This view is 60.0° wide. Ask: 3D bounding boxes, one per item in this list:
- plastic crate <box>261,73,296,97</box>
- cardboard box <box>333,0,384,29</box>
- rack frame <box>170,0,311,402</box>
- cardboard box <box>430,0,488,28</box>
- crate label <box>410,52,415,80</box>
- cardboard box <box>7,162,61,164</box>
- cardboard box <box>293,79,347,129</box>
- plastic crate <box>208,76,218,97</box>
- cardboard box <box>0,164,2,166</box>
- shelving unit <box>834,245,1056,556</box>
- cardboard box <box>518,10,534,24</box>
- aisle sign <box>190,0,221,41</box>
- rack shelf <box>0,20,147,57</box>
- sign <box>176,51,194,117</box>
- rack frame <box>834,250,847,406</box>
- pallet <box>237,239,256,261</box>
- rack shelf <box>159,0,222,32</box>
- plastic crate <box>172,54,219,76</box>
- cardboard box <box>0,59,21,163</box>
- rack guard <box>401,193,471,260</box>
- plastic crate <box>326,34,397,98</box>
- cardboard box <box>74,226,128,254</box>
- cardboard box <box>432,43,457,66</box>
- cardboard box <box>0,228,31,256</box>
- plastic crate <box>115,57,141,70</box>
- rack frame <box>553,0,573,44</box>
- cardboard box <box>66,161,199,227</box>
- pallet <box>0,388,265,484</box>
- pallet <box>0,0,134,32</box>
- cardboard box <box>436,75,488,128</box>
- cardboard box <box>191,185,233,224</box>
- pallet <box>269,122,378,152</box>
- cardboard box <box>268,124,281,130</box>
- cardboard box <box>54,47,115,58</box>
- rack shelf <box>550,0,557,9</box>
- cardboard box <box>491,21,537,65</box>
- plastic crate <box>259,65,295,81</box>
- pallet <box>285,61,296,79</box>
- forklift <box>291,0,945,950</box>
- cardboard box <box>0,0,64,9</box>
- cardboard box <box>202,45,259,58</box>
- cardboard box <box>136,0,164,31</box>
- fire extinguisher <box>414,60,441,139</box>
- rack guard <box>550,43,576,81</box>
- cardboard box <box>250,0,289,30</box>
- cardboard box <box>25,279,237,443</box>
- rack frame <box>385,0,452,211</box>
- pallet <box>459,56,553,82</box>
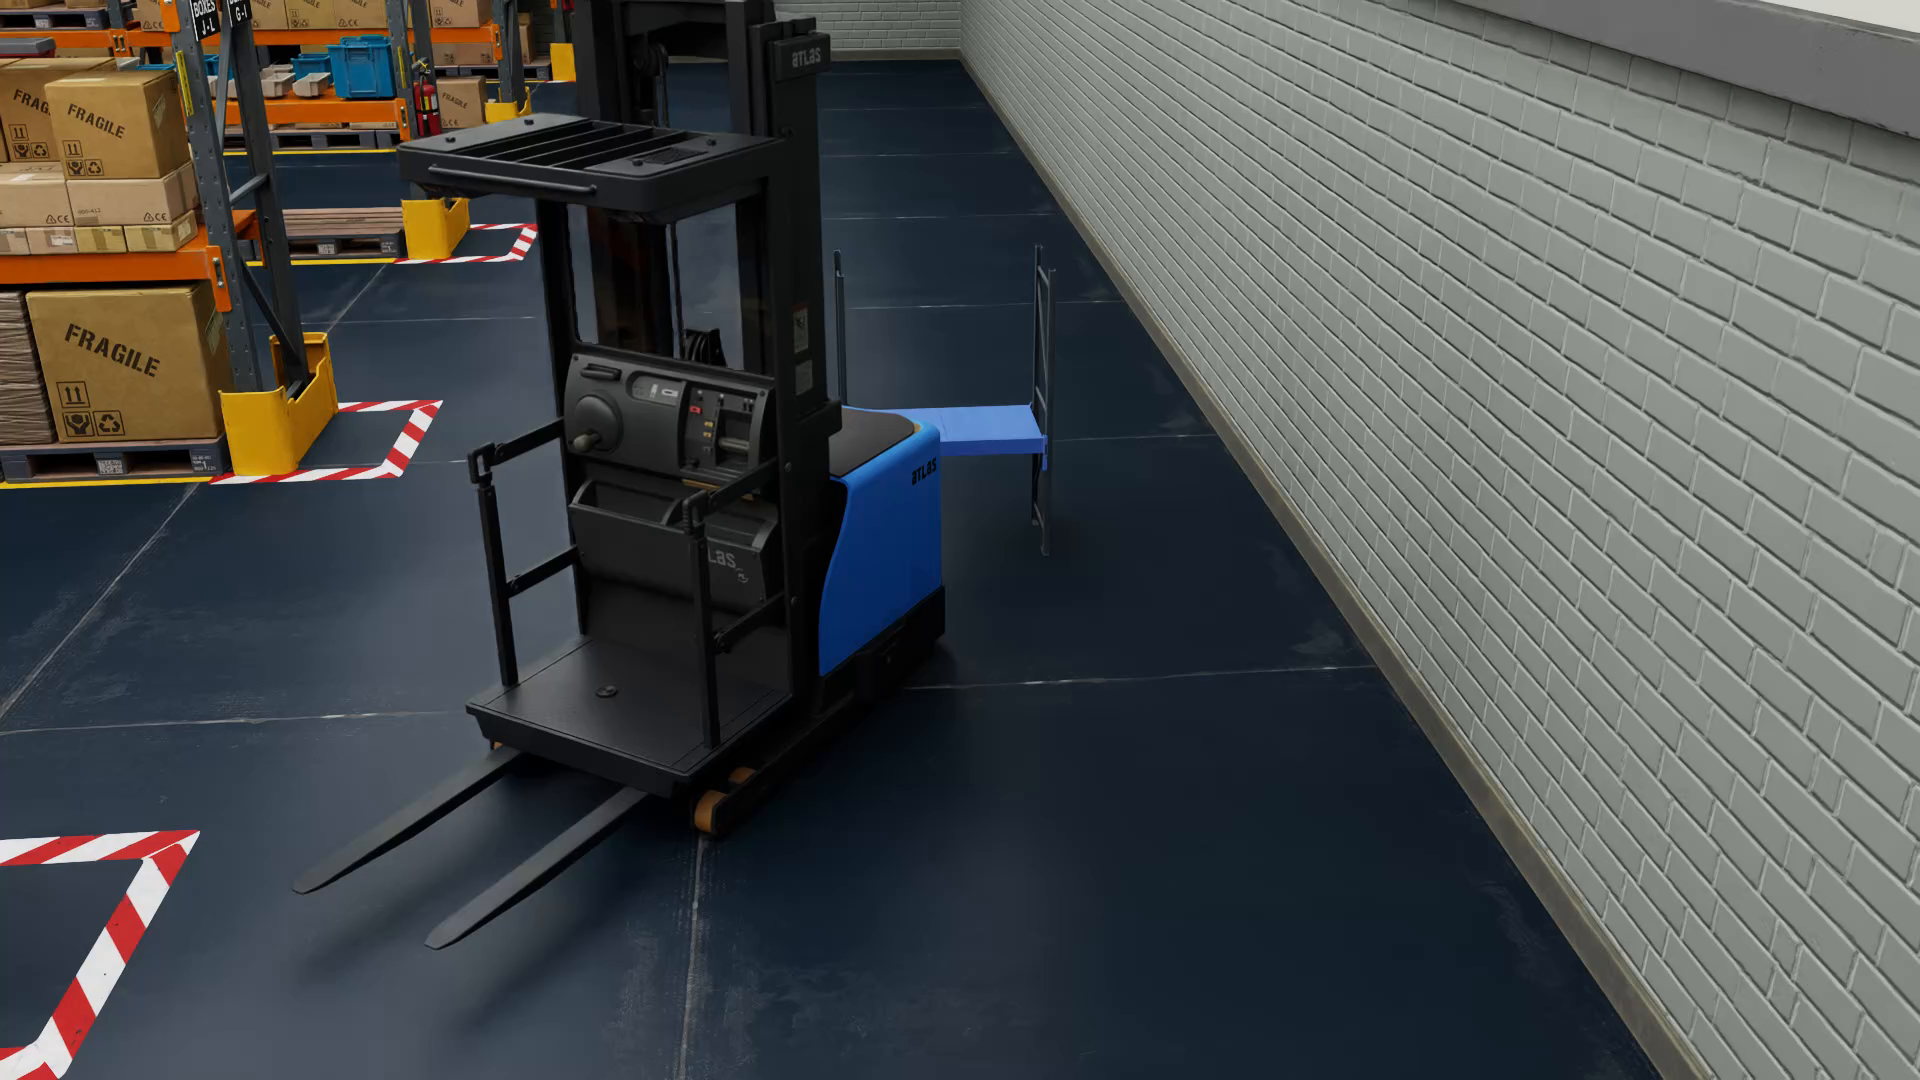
[{"bbox_3d":[-5.676,-3.774,13.799,0.243,0.136,0.396,-2,24,-5],"label":"plastic crate"},{"bbox_3d":[-6.507,-5.859,18.116,0.500,0.500,0.500,-2,24,-5],"label":"cardboard box"},{"bbox_3d":[-4.105,-1.977,9.504,0.127,3.000,1.000,-2,24,-5],"label":"rack frame"},{"bbox_3d":[-5.494,-5.899,18.205,0.500,0.500,0.500,-2,24,-4],"label":"cardboard box"},{"bbox_3d":[-4.870,-4.053,14.308,0.303,0.233,0.416,-2,24,-5],"label":"crate label"},{"bbox_3d":[-5.126,-2.111,9.624,0.500,0.250,0.500,-3,24,-6],"label":"cardboard box"},{"bbox_3d":[-7.187,-4.959,18.745,0.637,0.503,0.797,-2,24,-5],"label":"cardboard box"},{"bbox_3d":[-6.243,-3.734,13.708,0.250,0.136,0.298,-2,24,-5],"label":"plastic crate"},{"bbox_3d":[-5.573,-1.877,9.099,0.500,0.250,0.500,-3,24,-7],"label":"cardboard box"},{"bbox_3d":[-0.085,-0.682,8.438,1.048,1.500,0.538,-2,24,-5],"label":"shelving unit"},{"bbox_3d":[-6.148,-7.347,23.348,0.250,0.149,0.380,-2,24,-5],"label":"cardboard box"},{"bbox_3d":[-4.004,-3.046,8.710,0.004,0.787,0.394,-2,24,-5],"label":"aisle sign"},{"bbox_3d":[-11.046,-5.413,18.121,4.000,0.370,1.077,-2,24,-5],"label":"rack shelf"},{"bbox_3d":[-4.066,-2.394,8.726,0.005,0.325,0.100,-2,24,-5],"label":"sign"},{"bbox_3d":[-0.591,-0.662,8.392,0.032,1.500,0.500,-2,24,-5],"label":"rack frame"},{"bbox_3d":[-6.628,-2.640,14.429,1.213,0.211,1.003,-2,24,-5],"label":"pallet"},{"bbox_3d":[-6.096,-2.939,8.862,4.000,0.370,1.077,-2,24,-5],"label":"rack shelf"},{"bbox_3d":[-6.479,-3.988,14.162,0.300,0.233,0.416,-2,24,-5],"label":"plastic crate"},{"bbox_3d":[-5.622,-2.434,9.428,0.500,0.500,0.500,-3,24,-7],"label":"cardboard box"},{"bbox_3d":[-4.570,-2.843,14.530,0.348,0.500,1.175,-2,24,-5],"label":"rack guard"},{"bbox_3d":[-4.907,-3.933,13.789,0.499,0.435,0.616,-2,24,-5],"label":"plastic crate"},{"bbox_3d":[-4.686,-1.704,9.199,0.250,0.149,0.380,-2,24,-5],"label":"cardboard box"},{"bbox_3d":[-7.251,-6.924,23.196,0.500,0.500,0.700,-3,24,-7],"label":"cardboard box"},{"bbox_3d":[-5.185,-1.684,9.156,0.250,0.149,0.380,-2,24,-4],"label":"cardboard box"},{"bbox_3d":[-7.035,-3.779,13.631,0.530,0.282,0.437,-2,24,-5],"label":"plastic crate"},{"bbox_3d":[-5.566,-7.983,23.018,0.127,3.000,1.000,-2,24,-5],"label":"rack frame"},{"bbox_3d":[-4.562,-1.918,9.190,0.500,0.250,0.500,-3,24,-6],"label":"cardboard box"},{"bbox_3d":[-4.893,-0.639,9.928,1.213,0.211,1.003,-2,24,-5],"label":"pallet"},{"bbox_3d":[-9.862,-5.746,18.221,1.213,0.211,1.003,-2,24,-5],"label":"pallet"},{"bbox_3d":[-5.592,-4.919,18.659,0.500,0.500,0.500,-2,24,-5],"label":"cardboard box"},{"bbox_3d":[-4.491,-1.981,9.824,0.250,0.149,0.380,-2,24,-5],"label":"cardboard box"},{"bbox_3d":[-7.156,-4.624,18.894,1.213,0.211,1.003,-2,24,-5],"label":"pallet"},{"bbox_3d":[-7.757,-4.696,18.568,0.250,0.166,0.380,-2,24,-5],"label":"cardboard box"},{"bbox_3d":[-11.910,-6.882,22.670,0.750,0.750,0.750,-2,24,-5],"label":"cardboard box"},{"bbox_3d":[-7.556,-7.575,22.984,4.000,0.370,1.077,-2,24,-5],"label":"rack shelf"},{"bbox_3d":[-6.253,-6.964,23.286,0.500,0.500,0.700,-2,24,-5],"label":"cardboard box"},{"bbox_3d":[-5.873,-4.002,14.313,0.298,0.136,0.250,-2,24,-5],"label":"plastic crate"},{"bbox_3d":[-8.782,-6.548,23.222,1.213,0.211,1.003,-2,24,-5],"label":"pallet"},{"bbox_3d":[-1.221,-0.440,6.131,1.130,2.935,3.031,13,27,26],"label":"forklift"},{"bbox_3d":[-10.227,-6.077,18.090,0.500,0.500,0.700,1,24,3],"label":"cardboard box"},{"bbox_3d":[-10.181,-6.955,22.833,0.750,0.750,0.750,-2,24,-5],"label":"cardboard box"},{"bbox_3d":[-8.522,-5.777,17.932,0.500,0.500,0.500,-2,24,-4],"label":"cardboard box"},{"bbox_3d":[-4.397,-3.595,13.700,0.183,0.674,0.296,-2,24,-5],"label":"fire extinguisher"},{"bbox_3d":[-5.542,-6.842,23.528,0.348,0.500,1.175,-2,24,-5],"label":"rack guard"},{"bbox_3d":[-7.515,-5.818,18.023,0.500,0.500,0.500,-2,24,-5],"label":"cardboard box"},{"bbox_3d":[-4.734,-1.140,9.720,0.875,0.875,0.875,-2,24,-5],"label":"cardboard box"},{"bbox_3d":[-4.592,-3.979,14.008,0.127,3.000,1.000,-2,24,-5],"label":"rack frame"},{"bbox_3d":[-6.354,-6.645,23.441,1.213,0.211,1.003,-2,24,-5],"label":"pallet"}]
